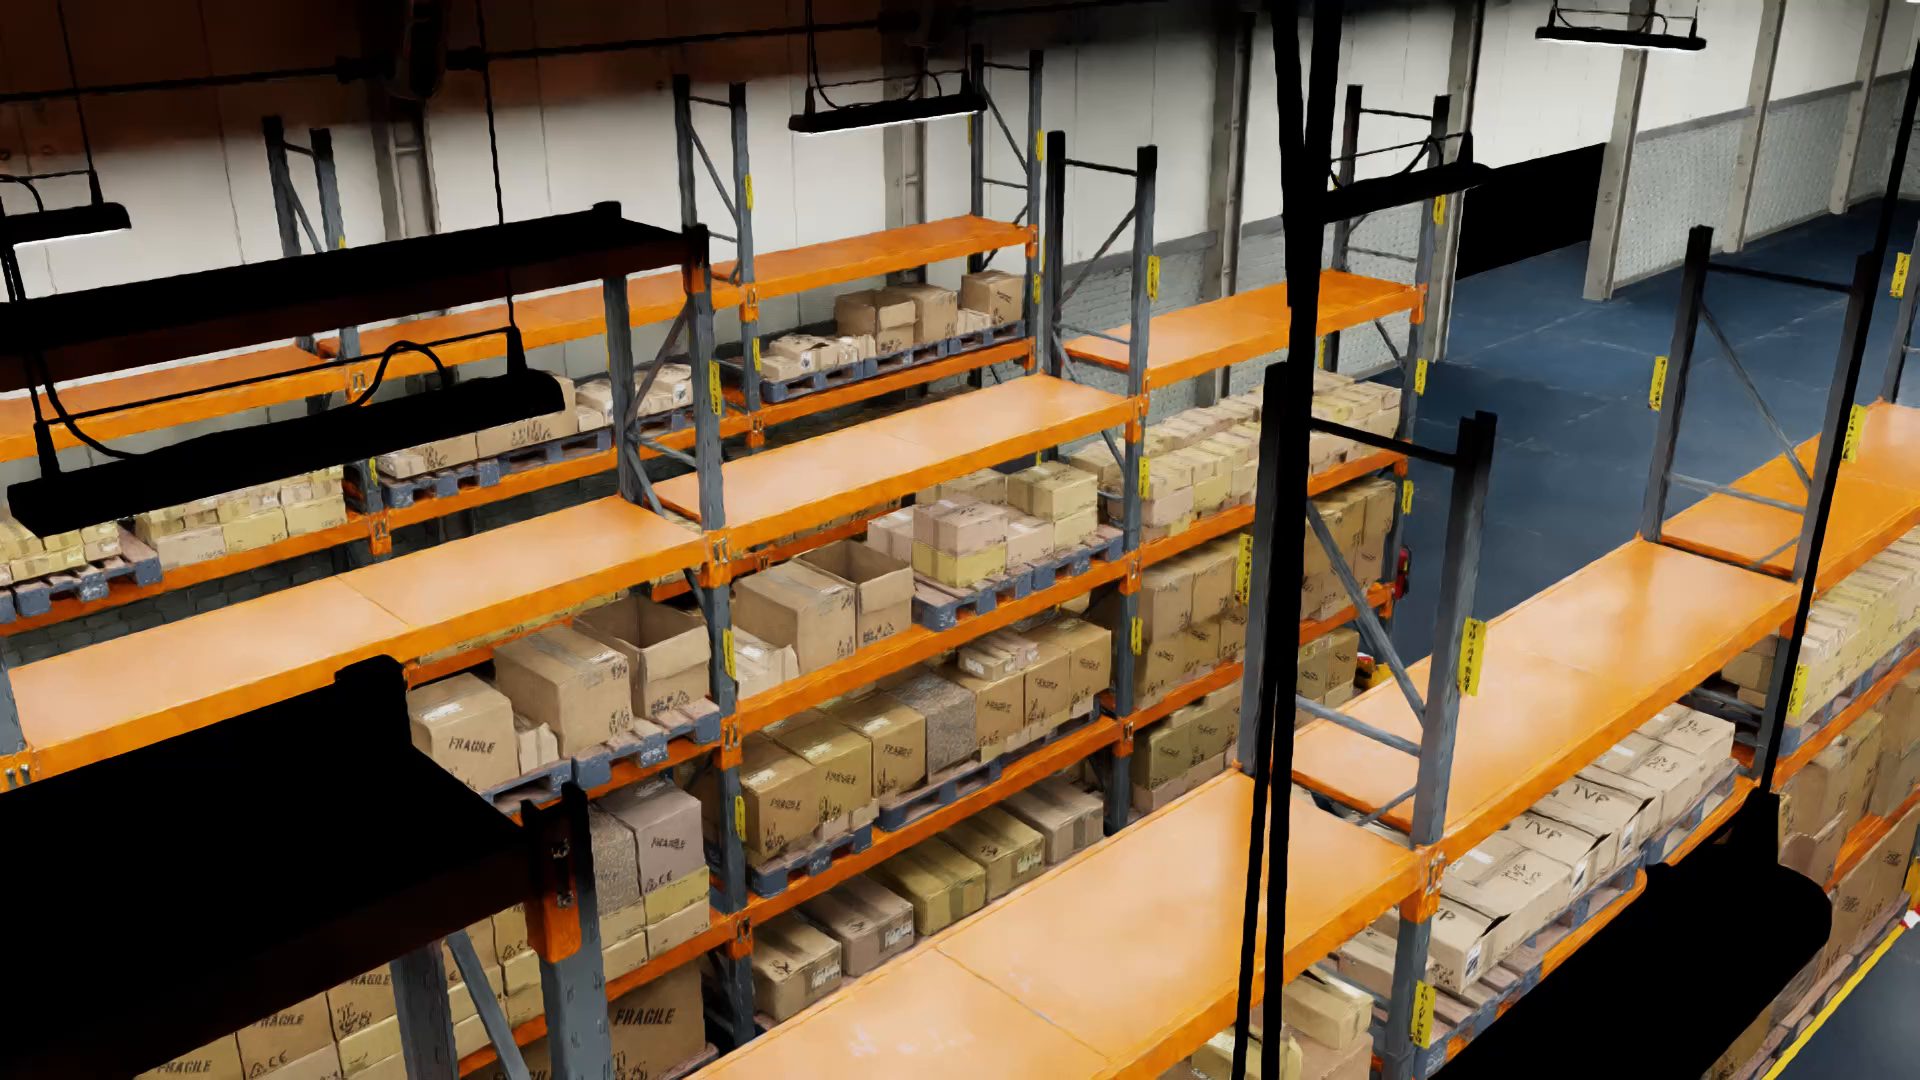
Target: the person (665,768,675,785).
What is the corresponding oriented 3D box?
[{"bbox_3d":[-2.868,1.529,14.782,0.672,1.782,0.579,-7,23,-17],"label":"person"}]
